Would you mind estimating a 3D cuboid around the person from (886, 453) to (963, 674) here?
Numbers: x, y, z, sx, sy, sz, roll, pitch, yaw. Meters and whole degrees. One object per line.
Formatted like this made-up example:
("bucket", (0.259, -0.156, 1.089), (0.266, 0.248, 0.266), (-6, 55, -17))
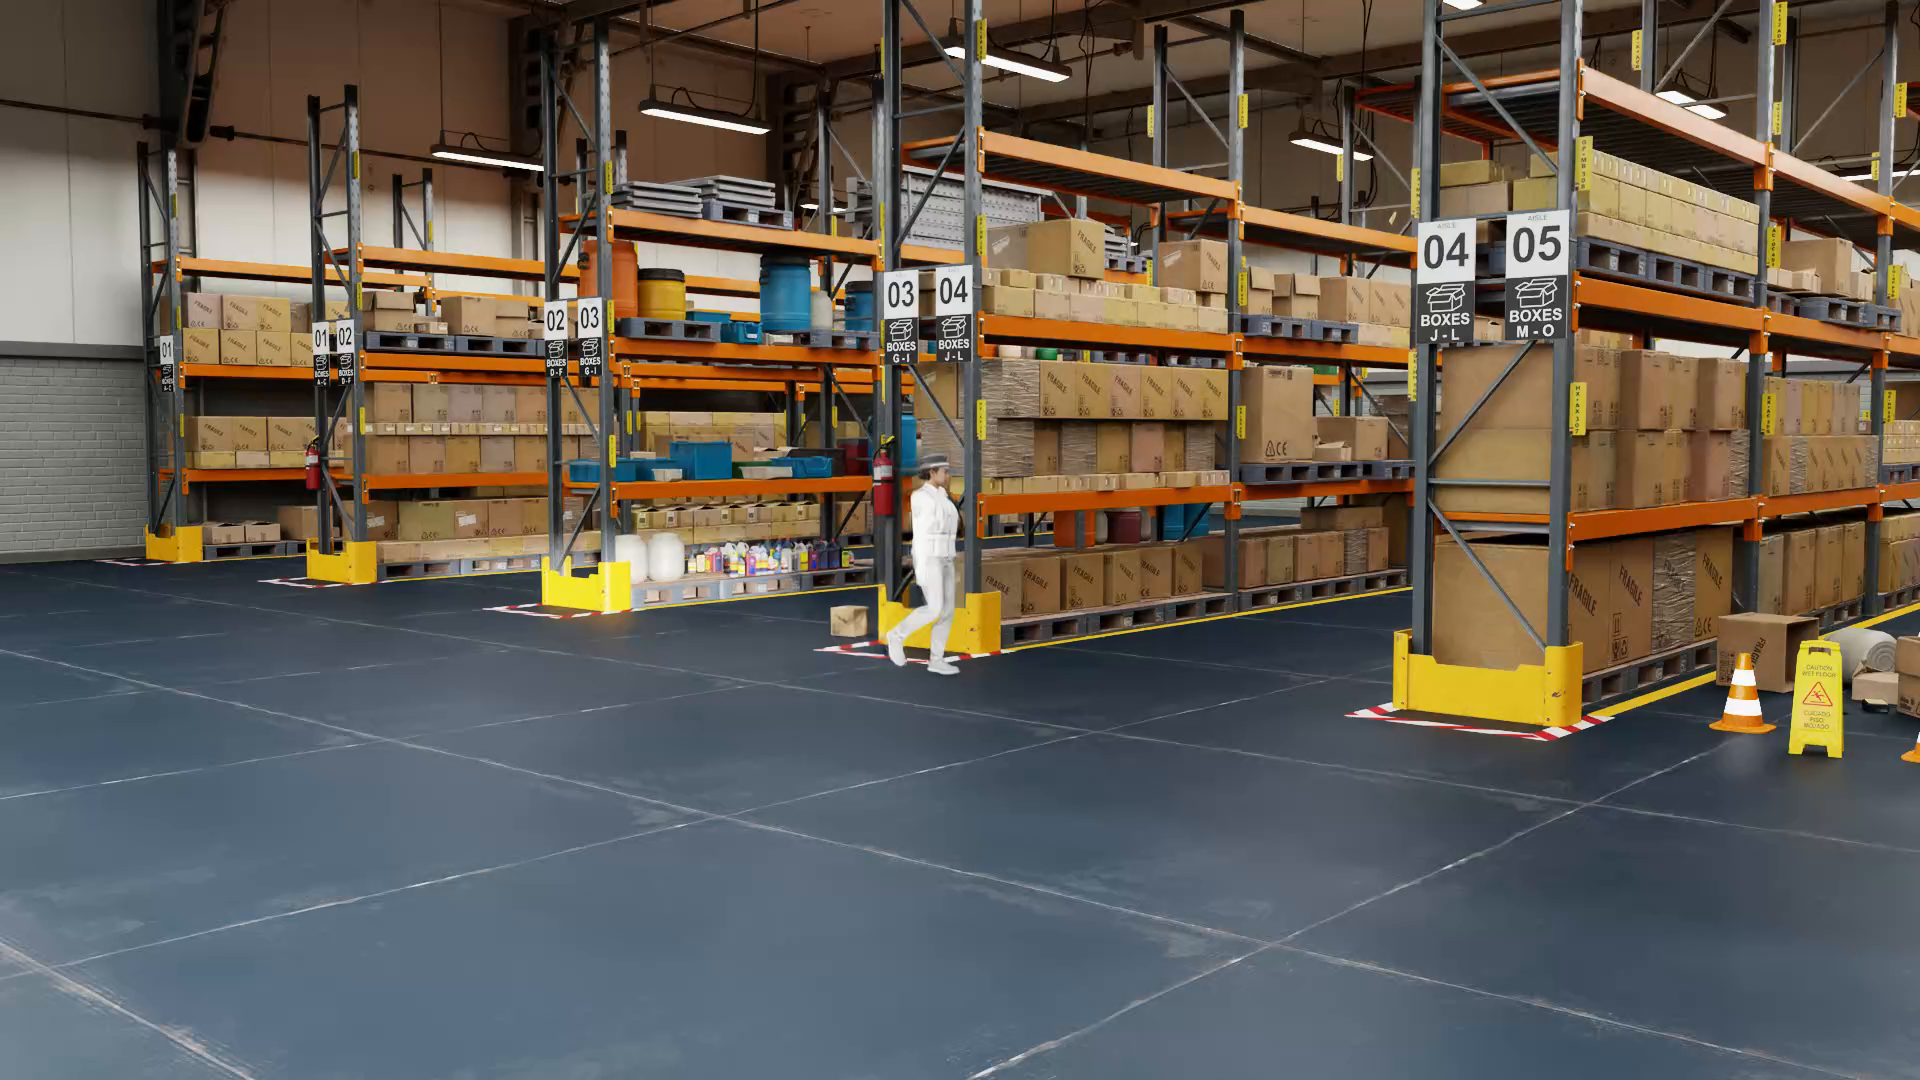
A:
("person", (-0.219, 0.167, 12.558), (0.572, 1.650, 0.517), (2, 4, 32))
